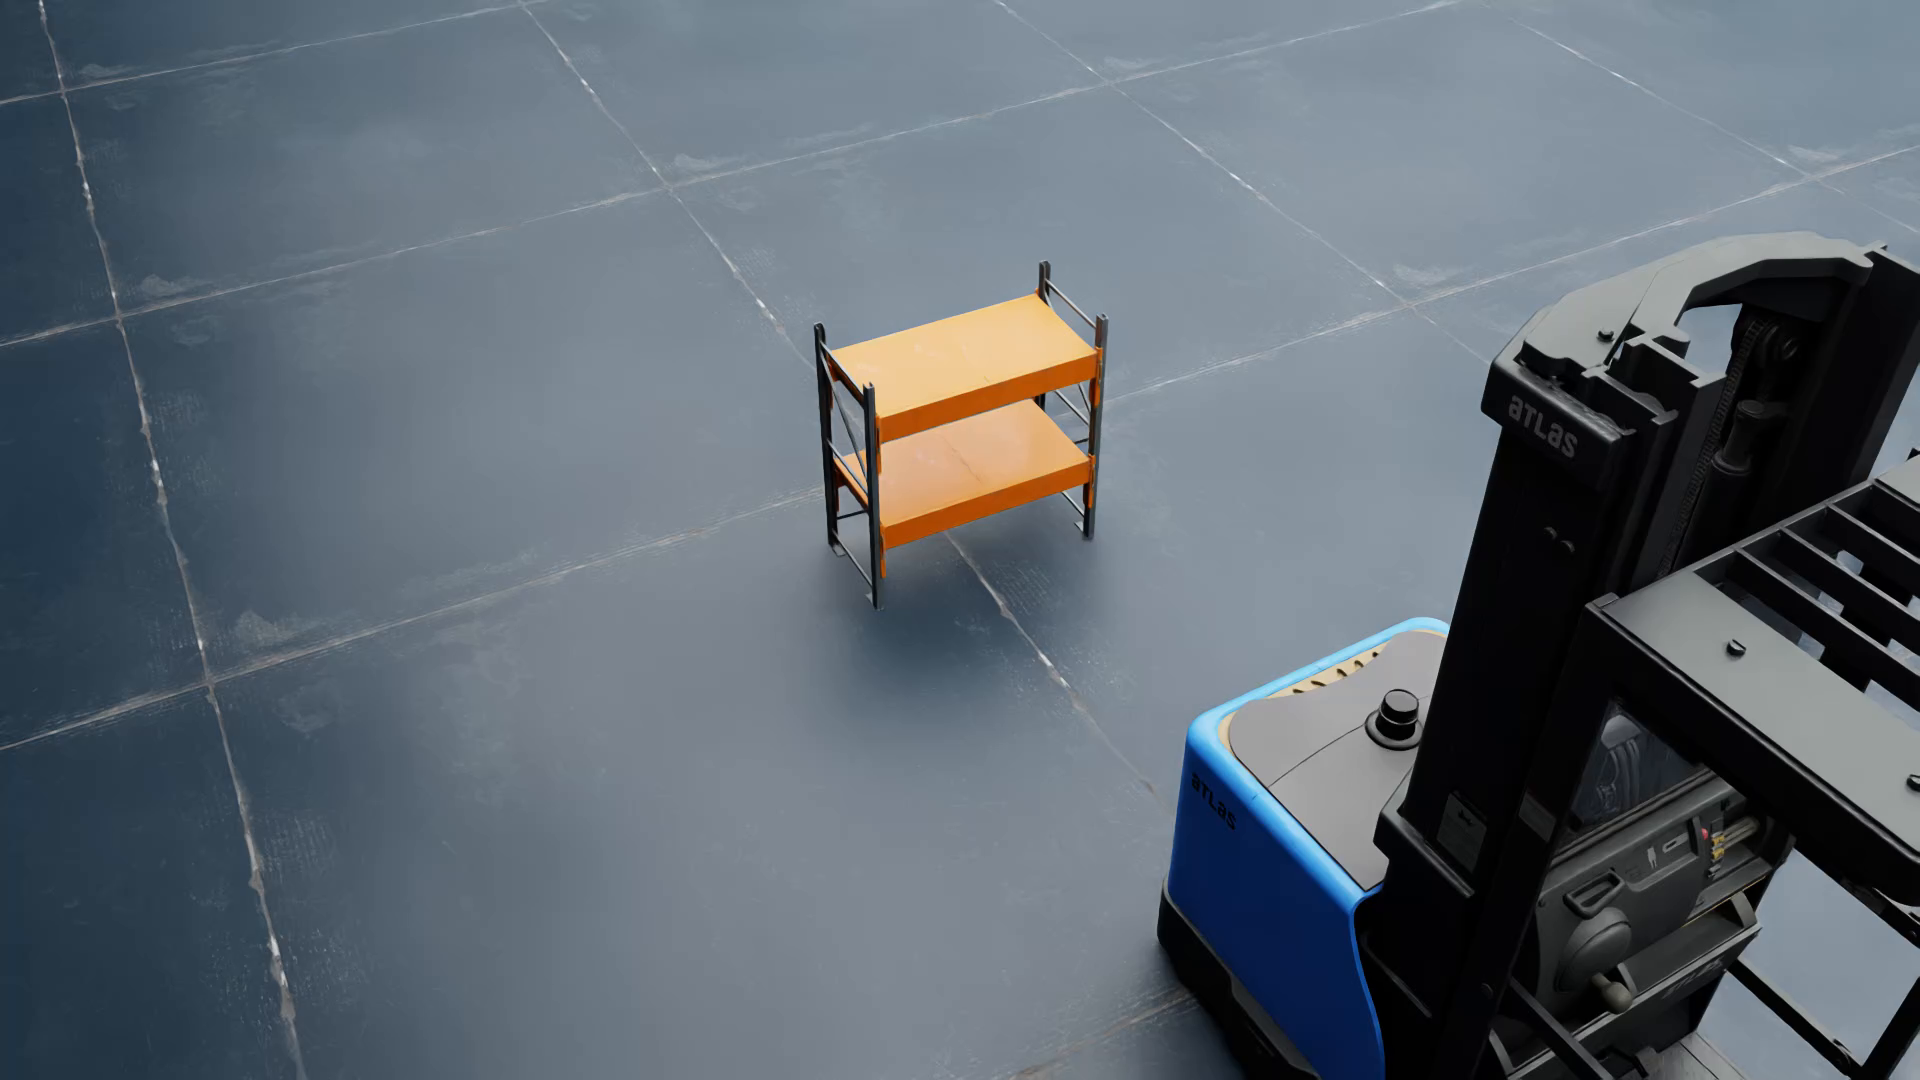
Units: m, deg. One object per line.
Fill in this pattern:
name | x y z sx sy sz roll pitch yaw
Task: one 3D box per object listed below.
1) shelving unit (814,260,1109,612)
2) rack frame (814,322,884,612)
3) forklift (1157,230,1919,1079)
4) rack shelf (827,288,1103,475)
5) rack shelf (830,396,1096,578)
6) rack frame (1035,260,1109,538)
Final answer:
shelving unit | 0.006 -0.431 6.889 1.048 1.125 0.538 -19 44 -21
rack frame | -0.445 -0.280 6.710 0.032 1.125 0.500 -19 44 -21
forklift | 1.841 0.903 3.915 1.130 2.935 3.031 -21 44 -23
rack shelf | 0.006 -0.655 6.700 1.000 0.278 0.538 -19 44 -21
rack shelf | 0.006 -0.245 7.047 1.000 0.278 0.538 -19 44 -21
rack frame | 0.457 -0.583 7.068 0.032 1.125 0.500 -19 44 -21
